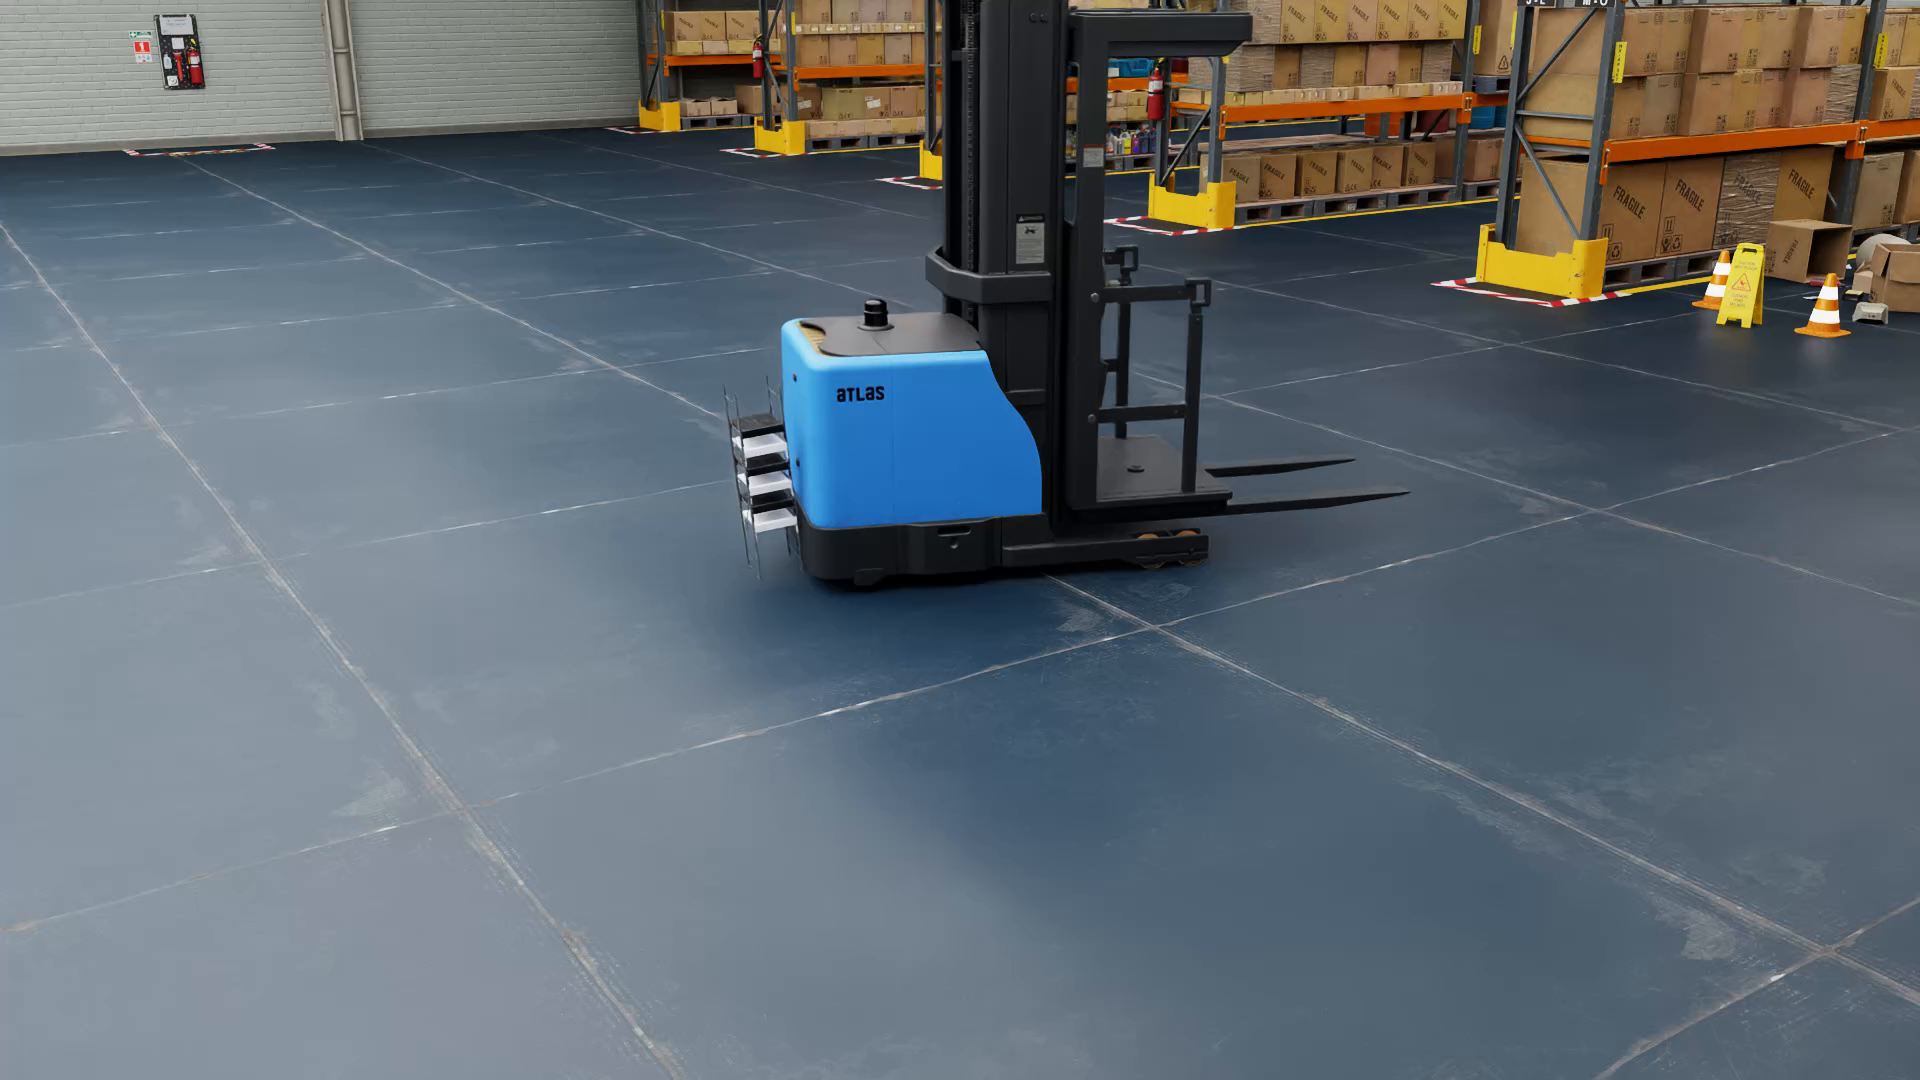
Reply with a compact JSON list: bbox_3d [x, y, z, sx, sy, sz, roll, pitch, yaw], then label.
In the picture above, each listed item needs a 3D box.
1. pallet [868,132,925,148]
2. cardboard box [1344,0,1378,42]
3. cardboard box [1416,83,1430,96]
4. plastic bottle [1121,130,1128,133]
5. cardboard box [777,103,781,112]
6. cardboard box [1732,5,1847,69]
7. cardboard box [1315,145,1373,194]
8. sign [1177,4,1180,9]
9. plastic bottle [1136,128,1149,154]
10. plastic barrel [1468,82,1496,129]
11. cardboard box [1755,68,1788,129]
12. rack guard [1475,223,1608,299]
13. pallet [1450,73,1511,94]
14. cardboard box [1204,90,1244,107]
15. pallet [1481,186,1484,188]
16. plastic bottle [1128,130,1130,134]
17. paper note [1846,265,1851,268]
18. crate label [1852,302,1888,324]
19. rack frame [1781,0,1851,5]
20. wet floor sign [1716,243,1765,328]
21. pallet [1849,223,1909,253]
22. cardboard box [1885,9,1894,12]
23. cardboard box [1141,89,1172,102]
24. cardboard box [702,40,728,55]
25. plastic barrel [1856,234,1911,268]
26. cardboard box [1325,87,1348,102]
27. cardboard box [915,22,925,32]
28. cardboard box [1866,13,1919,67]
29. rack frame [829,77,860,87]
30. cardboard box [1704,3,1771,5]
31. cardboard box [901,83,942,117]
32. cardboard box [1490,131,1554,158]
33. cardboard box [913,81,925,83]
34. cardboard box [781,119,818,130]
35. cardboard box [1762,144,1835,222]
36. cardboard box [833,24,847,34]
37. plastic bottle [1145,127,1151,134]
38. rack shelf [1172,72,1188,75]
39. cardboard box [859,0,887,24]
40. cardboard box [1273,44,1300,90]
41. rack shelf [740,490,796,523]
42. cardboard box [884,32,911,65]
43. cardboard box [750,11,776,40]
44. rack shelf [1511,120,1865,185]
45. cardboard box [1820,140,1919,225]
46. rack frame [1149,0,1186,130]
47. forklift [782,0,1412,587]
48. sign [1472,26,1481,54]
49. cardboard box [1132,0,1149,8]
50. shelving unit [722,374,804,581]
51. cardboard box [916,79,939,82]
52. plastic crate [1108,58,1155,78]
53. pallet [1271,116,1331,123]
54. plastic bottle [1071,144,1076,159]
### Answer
[{"bbox_3d":[-1.246,-6.729,27.820,1.213,0.211,1.003,-12,22,-31],"label":"pallet"},{"bbox_3d":[4.428,-5.991,19.099,0.500,0.500,0.500,-12,22,-31],"label":"cardboard box"},{"bbox_3d":[5.433,-5.440,20.044,0.250,0.149,0.380,-12,22,-31],"label":"cardboard box"},{"bbox_3d":[2.420,-5.985,24.829,0.135,0.276,0.152,-11,22,-29],"label":"plastic bottle"},{"bbox_3d":[-3.613,-8.301,31.880,0.250,0.149,0.380,-14,23,-36],"label":"cardboard box"},{"bbox_3d":[7.828,-4.799,15.837,0.550,0.550,0.875,-12,22,-31],"label":"cardboard box"},{"bbox_3d":[4.601,-4.467,20.020,0.500,0.500,0.500,-14,23,-36],"label":"cardboard box"},{"bbox_3d":[4.722,-11.496,35.882,0.005,0.325,0.100,-12,22,-31],"label":"sign"},{"bbox_3d":[2.643,-5.799,24.163,0.185,0.351,0.144,-13,23,-34],"label":"plastic bottle"},{"bbox_3d":[8.809,-7.468,28.271,0.708,0.901,0.600,-12,22,-31],"label":"plastic barrel"},{"bbox_3d":[7.286,-4.237,15.859,0.550,0.550,0.875,-12,22,-31],"label":"cardboard box"},{"bbox_3d":[5.189,-2.507,14.881,0.348,0.500,1.175,-12,22,-31],"label":"rack guard"},{"bbox_3d":[6.625,-5.750,20.868,1.213,0.211,1.003,-12,22,-31],"label":"pallet"},{"bbox_3d":[2.935,-4.908,18.470,0.250,0.149,0.380,-12,22,-31],"label":"cardboard box"},{"bbox_3d":[7.576,-4.778,22.047,1.213,0.211,1.003,-12,22,-31],"label":"pallet"},{"bbox_3d":[2.480,-5.960,24.744,0.133,0.283,0.061,-12,22,-31],"label":"plastic bottle"},{"bbox_3d":[8.487,-2.633,15.986,0.147,0.020,0.142,5,19,16],"label":"paper note"},{"bbox_3d":[7.394,-1.846,13.492,0.250,0.136,0.298,9,21,25],"label":"crate label"},{"bbox_3d":[12.588,-7.154,24.722,0.127,3.000,1.000,-12,22,-31],"label":"rack frame"},{"bbox_3d":[6.274,-2.046,13.289,0.232,0.644,0.267,-17,25,-41],"label":"wet floor sign"},{"bbox_3d":[9.153,-3.235,17.485,1.213,0.211,1.003,-12,22,-31],"label":"pallet"},{"bbox_3d":[13.544,-7.680,24.876,0.500,0.500,0.500,-12,22,-31],"label":"cardboard box"},{"bbox_3d":[3.500,-8.104,30.293,0.500,0.311,0.500,-11,22,-30],"label":"cardboard box"},{"bbox_3d":[-4.599,-9.050,30.533,0.500,0.250,0.500,-13,22,-33],"label":"cardboard box"},{"bbox_3d":[8.446,-2.570,15.185,0.421,0.421,0.512,2,19,6],"label":"plastic barrel"},{"bbox_3d":[4.241,-5.146,19.175,0.250,0.149,0.380,-12,22,-31],"label":"cardboard box"},{"bbox_3d":[-0.709,-8.421,27.302,0.250,0.149,0.380,-11,22,-30],"label":"cardboard box"},{"bbox_3d":[9.390,-5.102,16.934,0.500,0.500,0.700,-12,22,-32],"label":"cardboard box"},{"bbox_3d":[-2.266,-9.720,32.311,0.127,3.000,1.000,-12,22,-31],"label":"rack frame"},{"bbox_3d":[10.969,-7.330,23.522,0.637,0.503,0.797,-11,22,-30],"label":"cardboard box"},{"bbox_3d":[-0.645,-7.333,27.718,0.500,0.500,0.500,-12,22,-31],"label":"cardboard box"},{"bbox_3d":[7.307,-5.049,21.712,0.500,0.500,0.700,-14,23,-36],"label":"cardboard box"},{"bbox_3d":[-0.511,-7.559,28.386,0.500,0.500,0.500,-12,22,-31],"label":"cardboard box"},{"bbox_3d":[-2.594,-6.761,27.196,0.500,0.250,0.500,-12,22,-31],"label":"cardboard box"},{"bbox_3d":[7.986,-3.501,16.578,0.875,0.875,0.875,-12,22,-31],"label":"cardboard box"},{"bbox_3d":[-2.005,-8.148,26.493,0.250,0.149,0.380,-12,22,-31],"label":"cardboard box"},{"bbox_3d":[2.724,-5.871,24.377,0.185,0.351,0.144,-12,22,-31],"label":"plastic bottle"},{"bbox_3d":[4.853,-7.081,25.630,4.000,0.370,1.077,-12,22,-31],"label":"rack shelf"},{"bbox_3d":[-1.581,-8.624,26.888,0.500,0.500,0.700,-12,22,-31],"label":"cardboard box"},{"bbox_3d":[3.392,-5.438,19.027,0.500,0.500,0.875,-12,22,-31],"label":"cardboard box"},{"bbox_3d":[-0.895,-0.171,7.704,0.200,0.077,0.258,-12,22,-18],"label":"rack shelf"},{"bbox_3d":[-1.191,-8.090,27.336,0.500,0.500,0.700,-11,22,-30],"label":"cardboard box"},{"bbox_3d":[-3.765,-9.580,30.931,0.500,0.500,0.500,-11,22,-30],"label":"cardboard box"},{"bbox_3d":[6.880,-3.707,15.650,4.000,0.370,1.077,-12,22,-31],"label":"rack shelf"},{"bbox_3d":[9.827,-3.836,17.764,0.750,0.750,1.050,-12,22,-31],"label":"cardboard box"},{"bbox_3d":[3.802,-9.100,30.478,0.127,3.000,1.000,-12,22,-31],"label":"rack frame"},{"bbox_3d":[0.697,-1.410,7.838,3.031,2.935,1.130,-4,19,-13],"label":"forklift"},{"bbox_3d":[6.212,-6.011,19.990,0.005,0.325,0.100,-12,22,-31],"label":"sign"},{"bbox_3d":[3.734,-11.444,35.588,0.500,0.250,0.500,-11,22,-30],"label":"cardboard box"},{"bbox_3d":[-0.905,-0.286,7.661,0.210,0.900,0.258,-12,22,-18],"label":"shelving unit"},{"bbox_3d":[-0.808,-9.061,33.581,0.500,0.500,0.700,-12,22,-31],"label":"cardboard box"},{"bbox_3d":[2.408,-6.732,23.705,0.616,0.251,0.499,-12,22,-31],"label":"plastic crate"},{"bbox_3d":[6.484,-8.330,32.555,1.213,0.211,1.003,-12,22,-31],"label":"pallet"},{"bbox_3d":[1.614,-5.502,23.519,0.097,0.201,0.097,0,19,0],"label":"plastic bottle"}]
